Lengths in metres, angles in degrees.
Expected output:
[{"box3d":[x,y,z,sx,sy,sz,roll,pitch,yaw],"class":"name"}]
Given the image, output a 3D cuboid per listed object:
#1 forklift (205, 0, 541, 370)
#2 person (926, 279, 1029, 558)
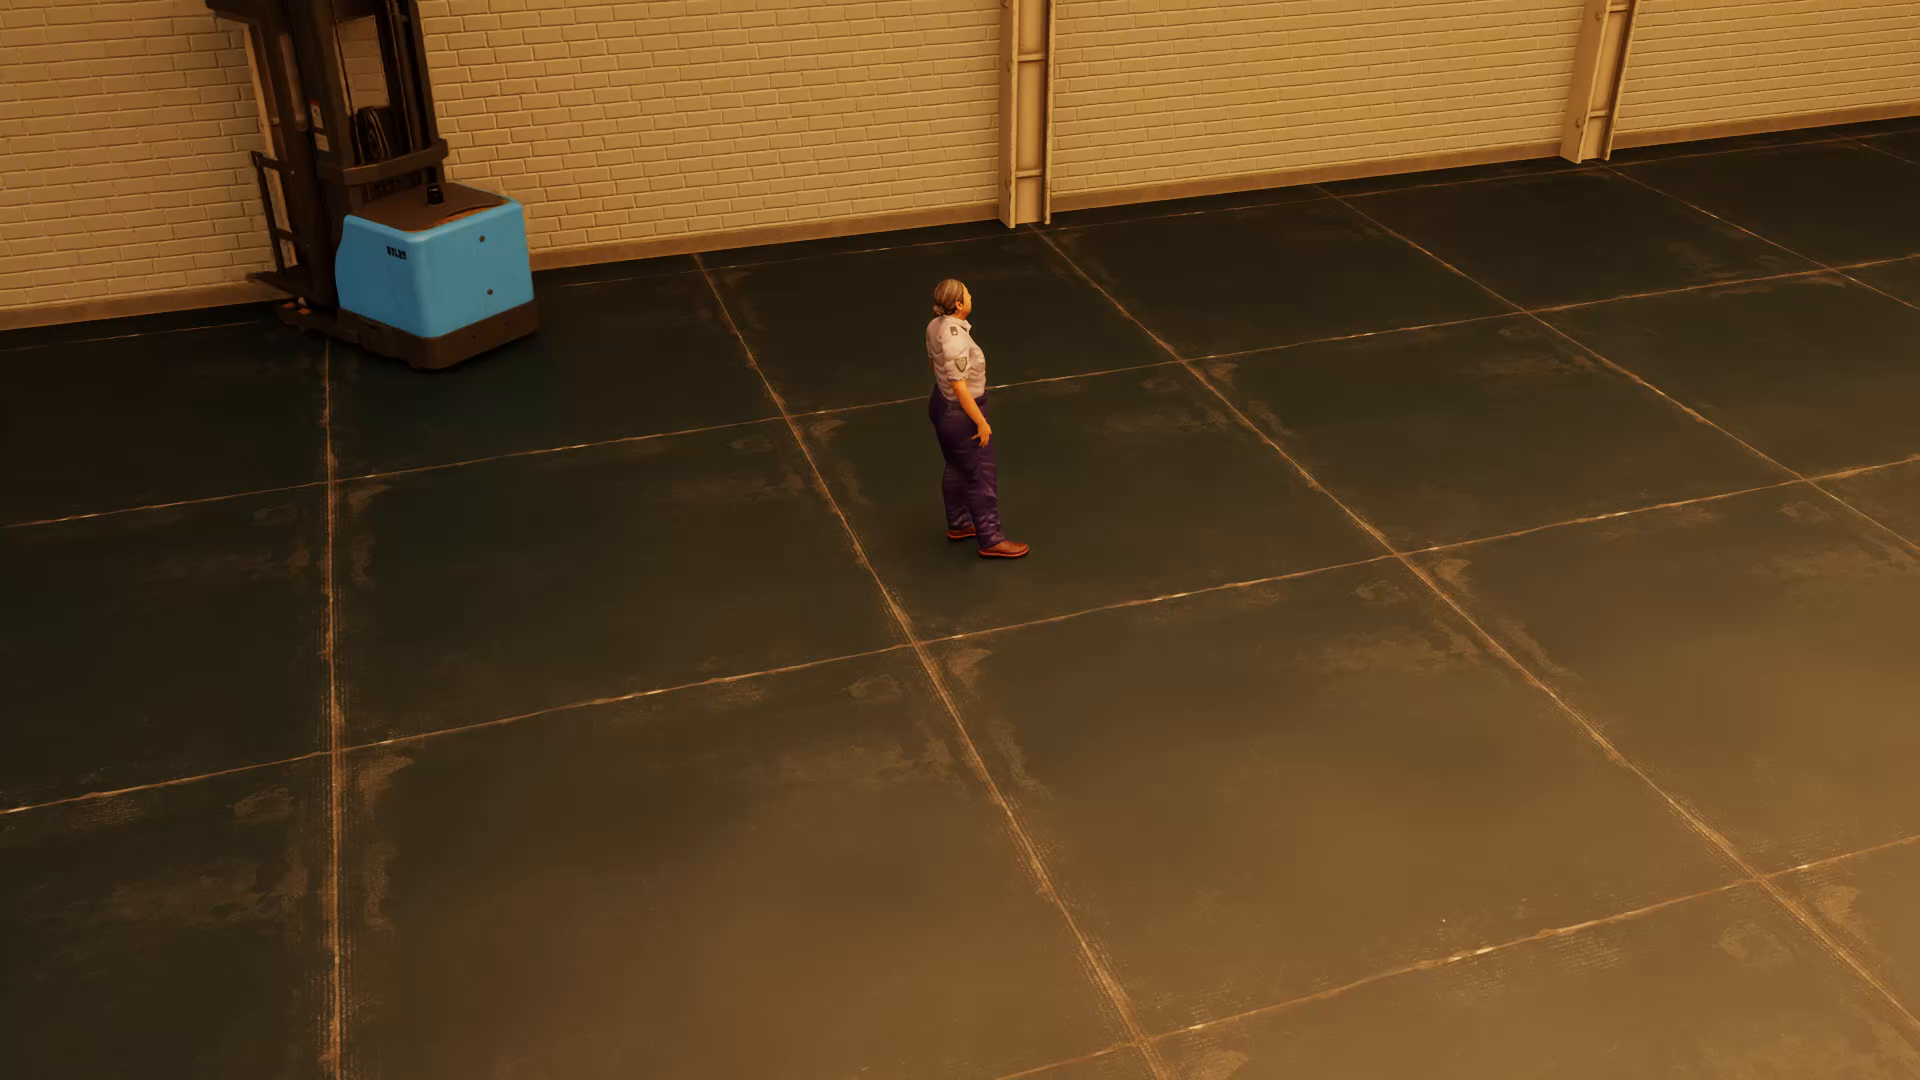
[{"box3d":[-4.689,-3.078,12.436,3.031,2.935,1.130,20,36,31],"class":"forklift"},{"box3d":[0.093,-0.723,9.617,0.502,1.651,0.598,-10,31,-16],"class":"person"}]
